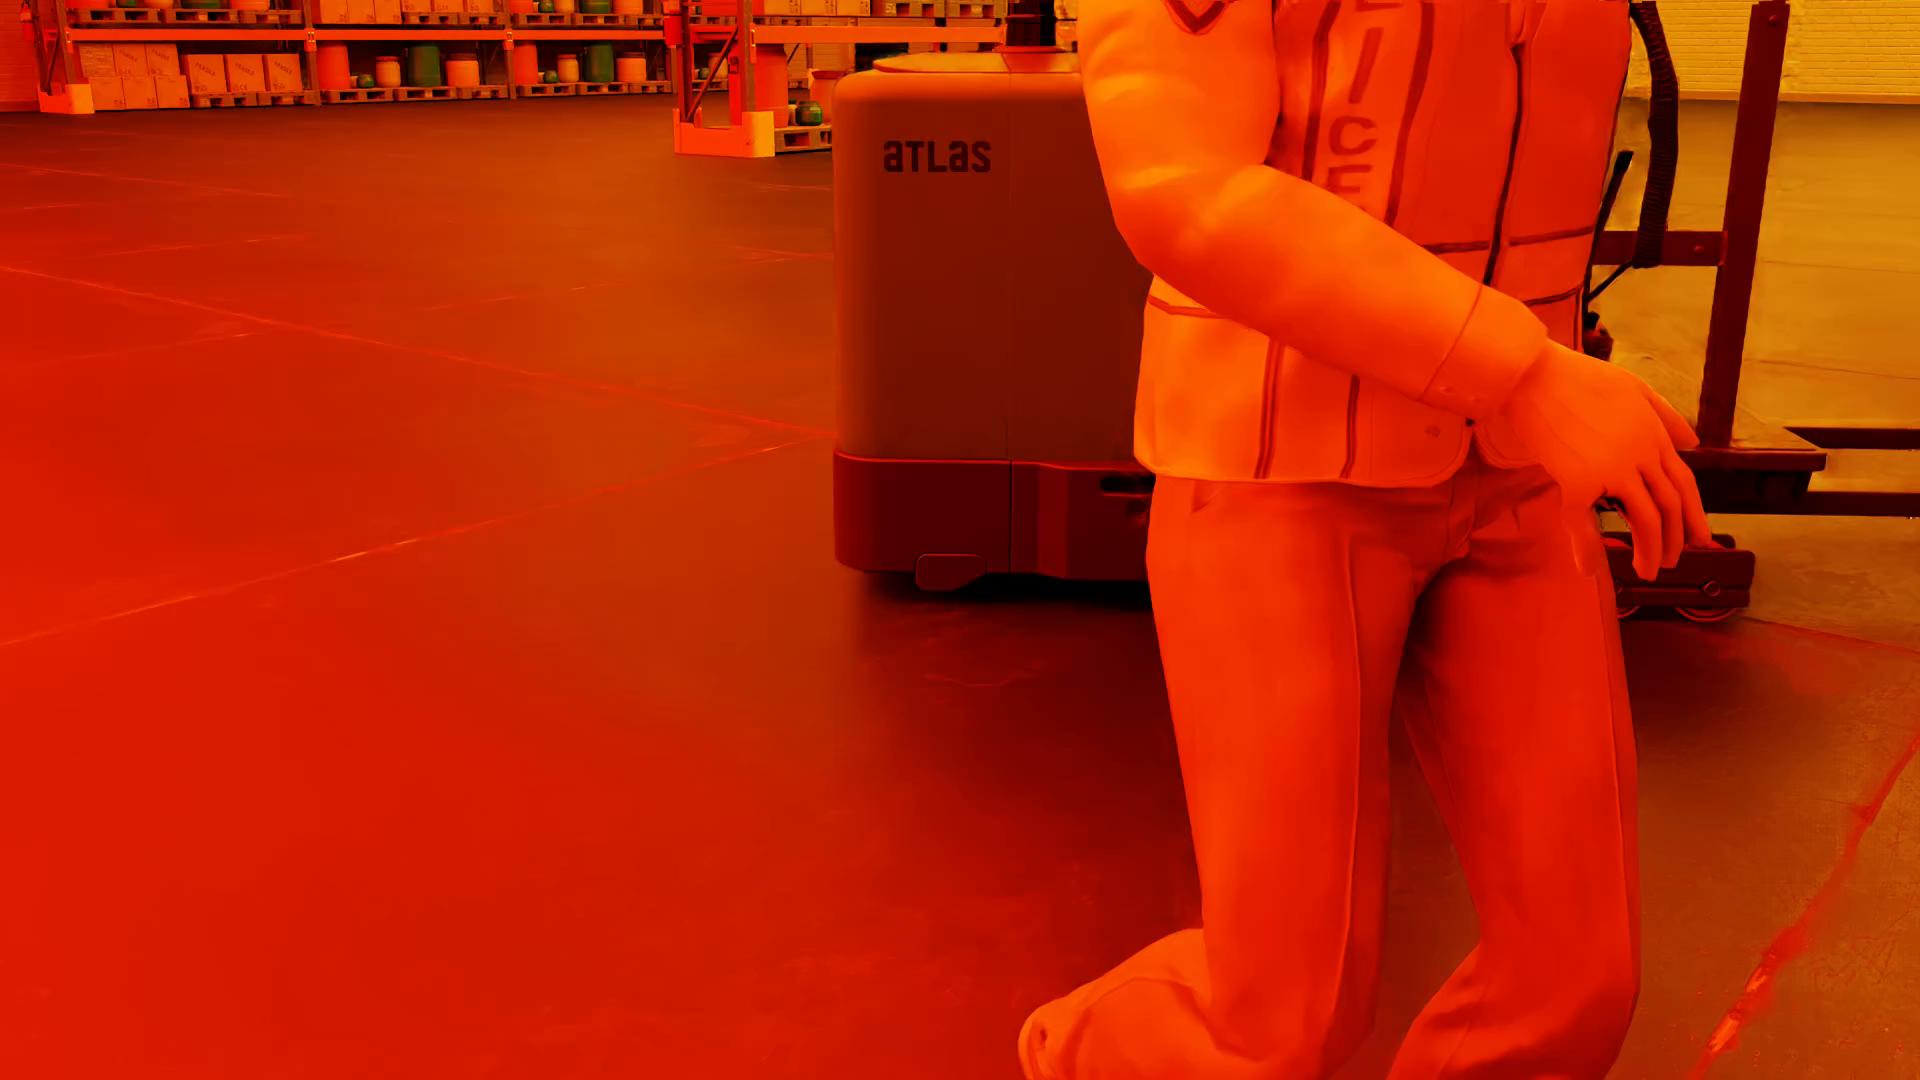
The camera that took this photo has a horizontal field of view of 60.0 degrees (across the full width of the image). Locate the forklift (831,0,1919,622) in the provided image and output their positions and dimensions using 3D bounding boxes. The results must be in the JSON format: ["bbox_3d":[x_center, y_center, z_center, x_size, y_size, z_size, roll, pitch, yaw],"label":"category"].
[{"bbox_3d":[1.270,-1.395,3.491,3.031,2.935,1.130,1,17,3],"label":"forklift"}]
